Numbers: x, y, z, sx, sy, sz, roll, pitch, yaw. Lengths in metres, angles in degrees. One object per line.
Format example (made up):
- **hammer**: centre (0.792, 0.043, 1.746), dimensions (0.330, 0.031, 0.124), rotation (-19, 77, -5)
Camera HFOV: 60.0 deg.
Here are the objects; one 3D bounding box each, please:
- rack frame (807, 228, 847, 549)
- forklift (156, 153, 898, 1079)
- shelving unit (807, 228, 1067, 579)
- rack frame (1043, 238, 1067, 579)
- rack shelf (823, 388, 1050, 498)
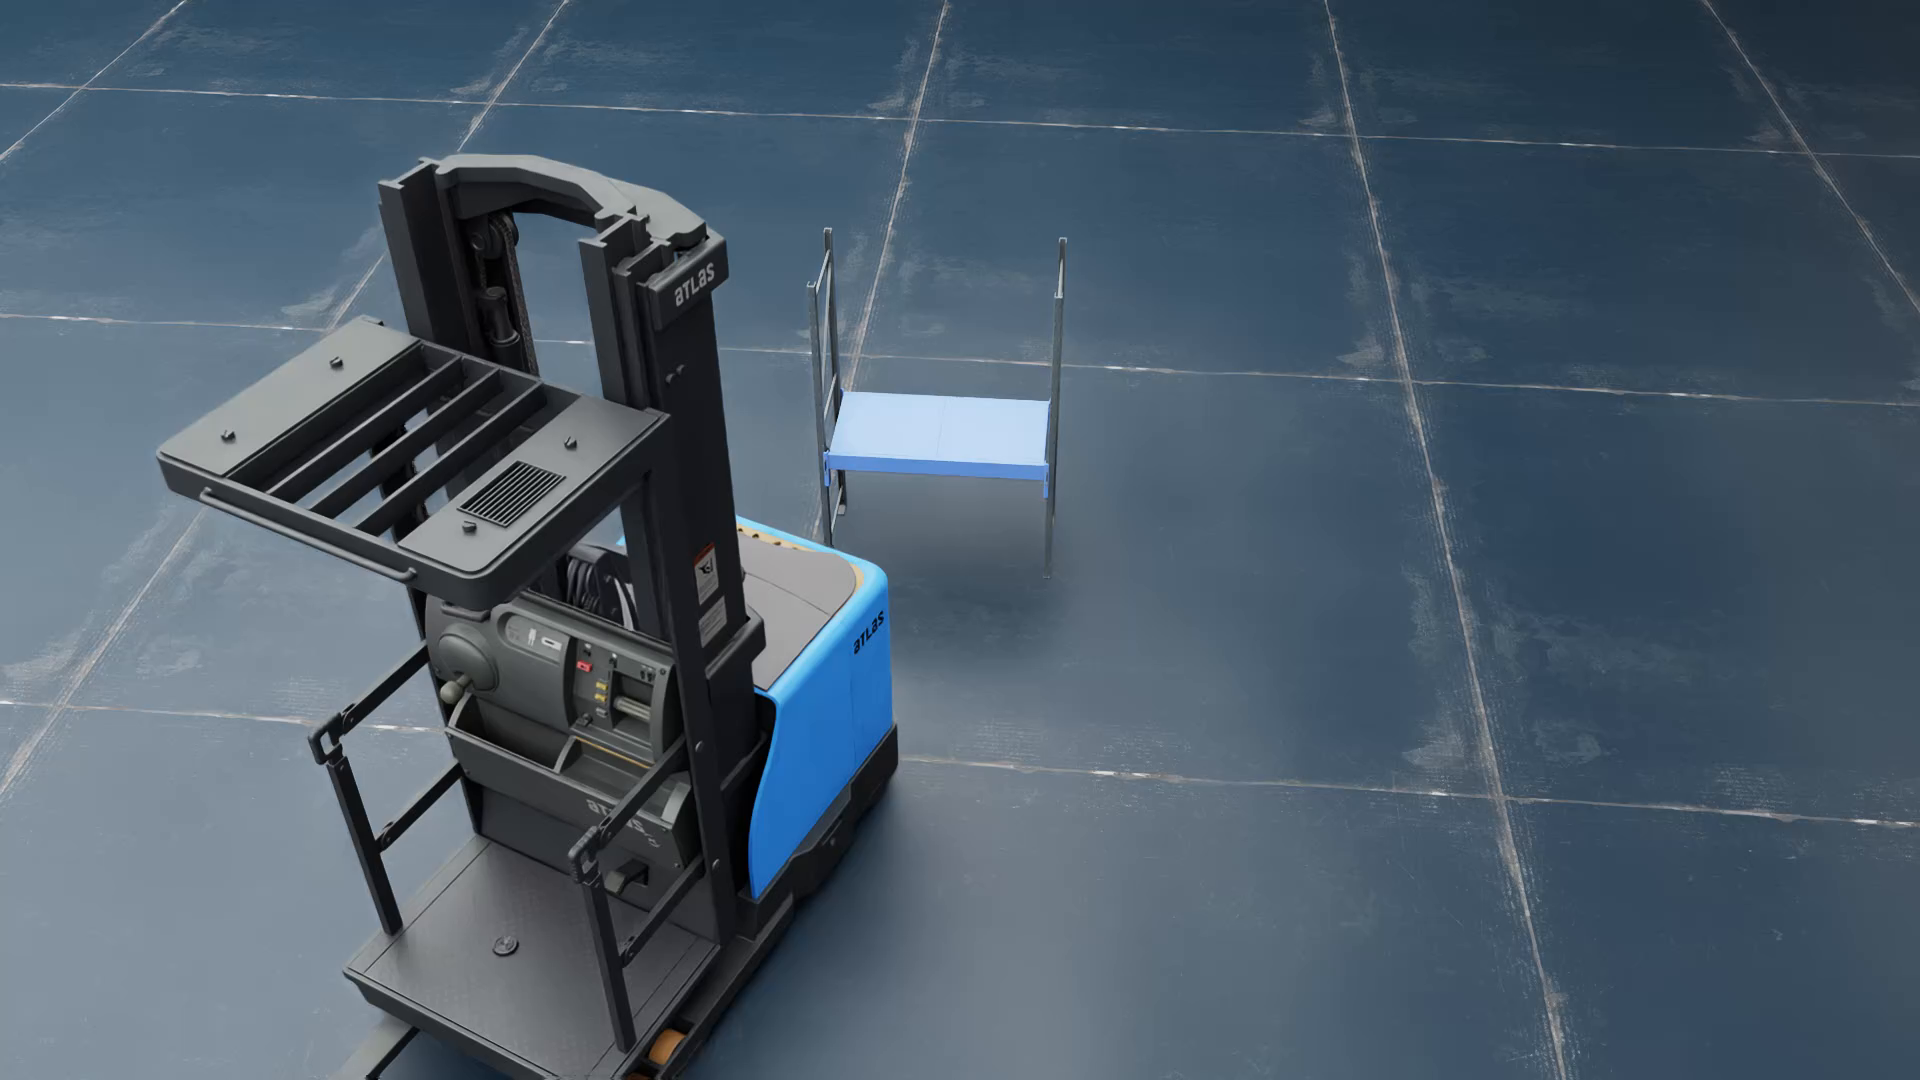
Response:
- **rack frame**: centre (-0.591, -0.614, 7.487), dimensions (0.032, 1.500, 0.500), rotation (3, 39, 4)
- **forklift**: centre (-1.384, 0.476, 5.014), dimensions (1.130, 2.935, 3.031), rotation (18, 43, 21)
- **shelving unit**: centre (-0.085, -0.586, 7.453), dimensions (1.048, 1.500, 0.538), rotation (3, 39, 4)
- **rack frame**: centre (0.421, -0.559, 7.419), dimensions (0.032, 1.500, 0.500), rotation (3, 39, 4)
- **rack shelf**: centre (-0.085, -0.447, 7.566), dimensions (1.000, 0.185, 0.538), rotation (3, 39, 4)
